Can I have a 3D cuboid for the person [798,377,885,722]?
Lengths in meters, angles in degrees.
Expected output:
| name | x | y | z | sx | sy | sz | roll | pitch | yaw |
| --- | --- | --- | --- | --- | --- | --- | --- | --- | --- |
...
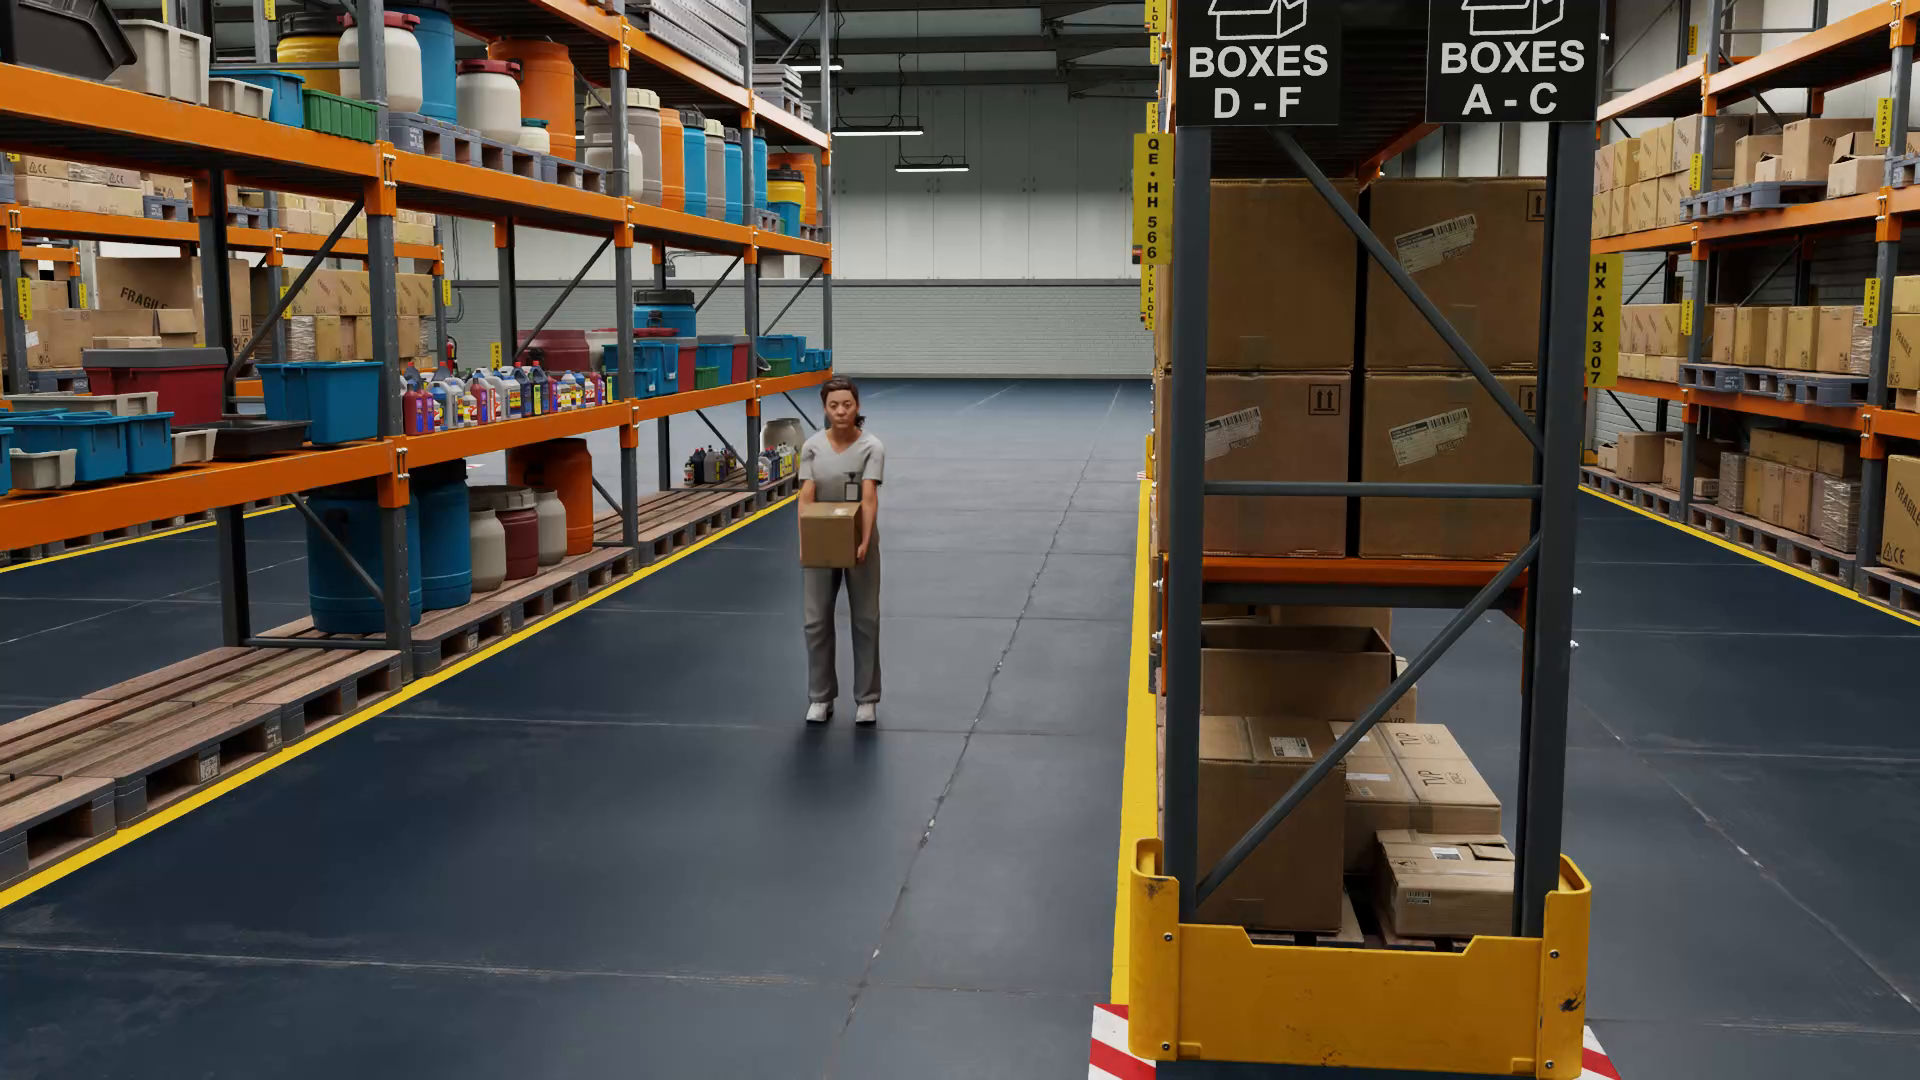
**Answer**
| name | x | y | z | sx | sy | sz | roll | pitch | yaw |
| --- | --- | --- | --- | --- | --- | --- | --- | --- | --- |
| person | -0.569 | 0.056 | 7.953 | 0.410 | 1.664 | 0.514 | 1 | 8 | 5 |
